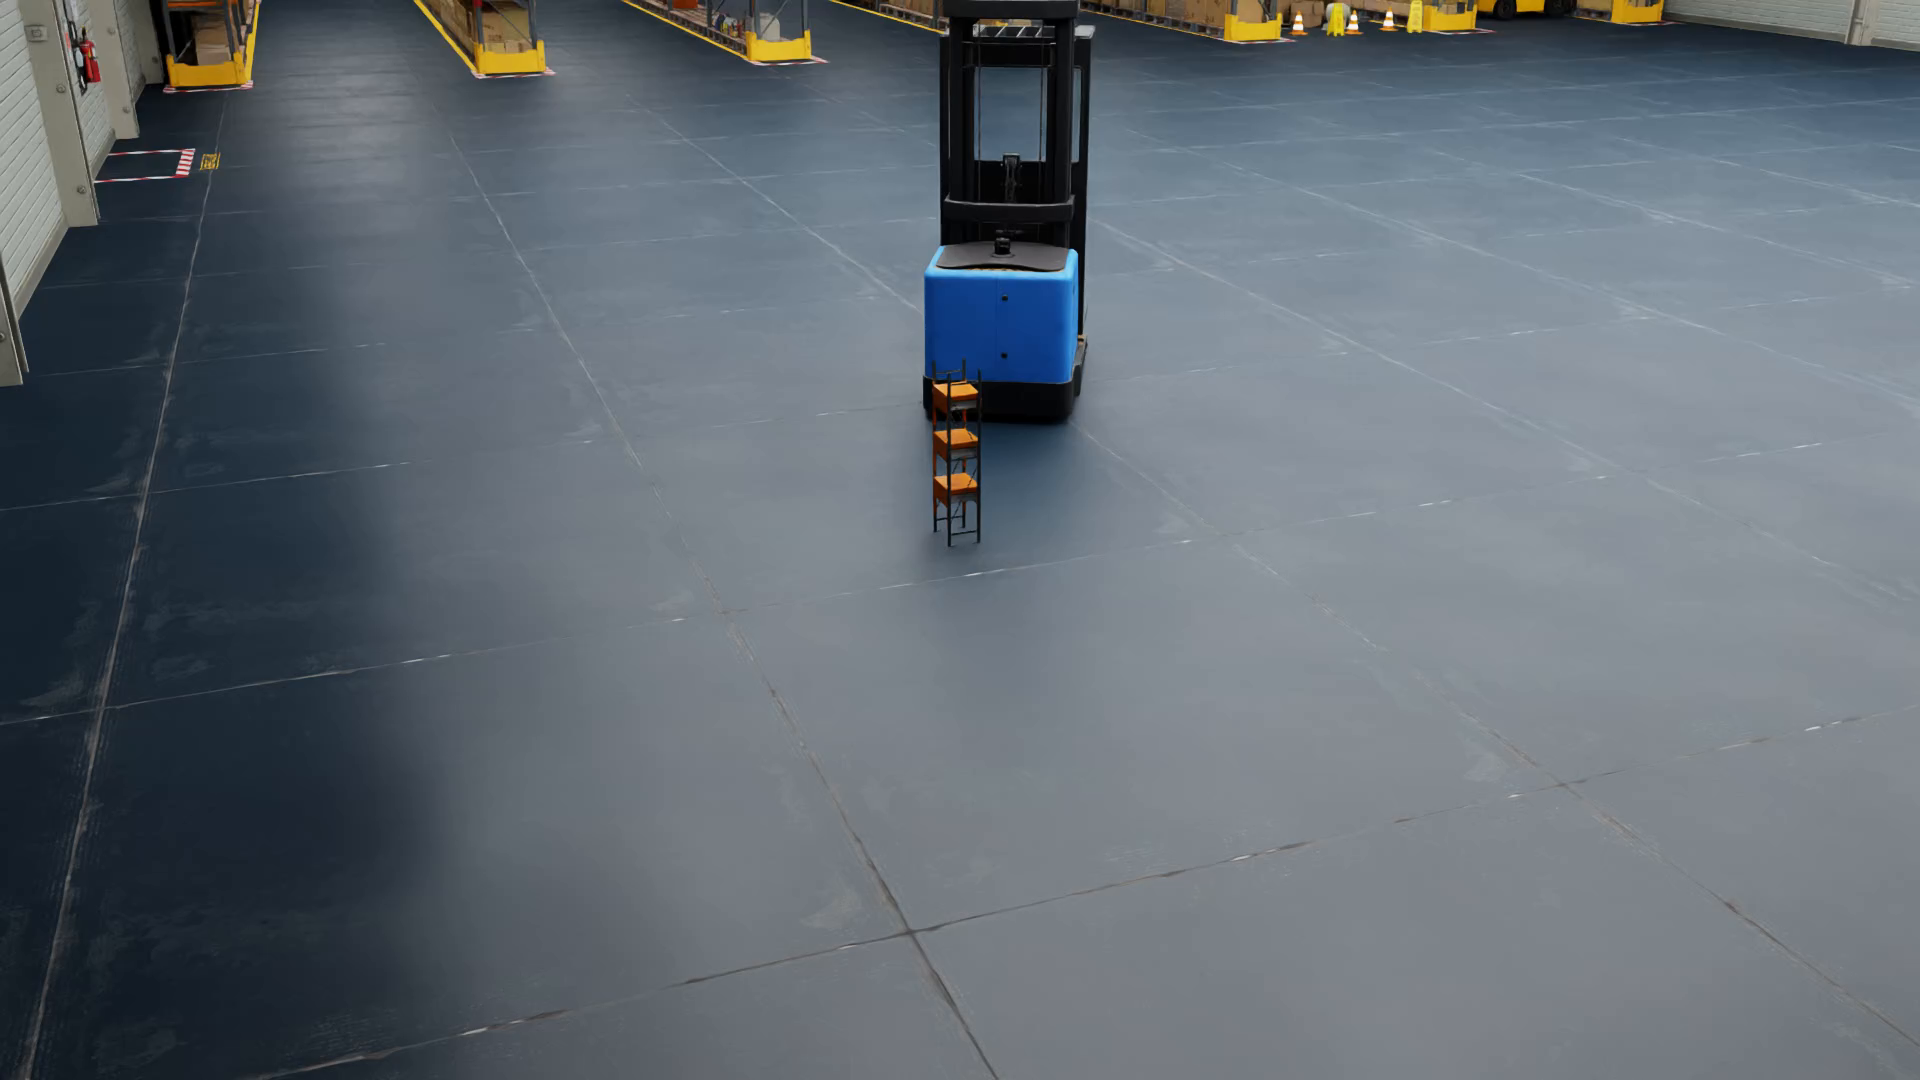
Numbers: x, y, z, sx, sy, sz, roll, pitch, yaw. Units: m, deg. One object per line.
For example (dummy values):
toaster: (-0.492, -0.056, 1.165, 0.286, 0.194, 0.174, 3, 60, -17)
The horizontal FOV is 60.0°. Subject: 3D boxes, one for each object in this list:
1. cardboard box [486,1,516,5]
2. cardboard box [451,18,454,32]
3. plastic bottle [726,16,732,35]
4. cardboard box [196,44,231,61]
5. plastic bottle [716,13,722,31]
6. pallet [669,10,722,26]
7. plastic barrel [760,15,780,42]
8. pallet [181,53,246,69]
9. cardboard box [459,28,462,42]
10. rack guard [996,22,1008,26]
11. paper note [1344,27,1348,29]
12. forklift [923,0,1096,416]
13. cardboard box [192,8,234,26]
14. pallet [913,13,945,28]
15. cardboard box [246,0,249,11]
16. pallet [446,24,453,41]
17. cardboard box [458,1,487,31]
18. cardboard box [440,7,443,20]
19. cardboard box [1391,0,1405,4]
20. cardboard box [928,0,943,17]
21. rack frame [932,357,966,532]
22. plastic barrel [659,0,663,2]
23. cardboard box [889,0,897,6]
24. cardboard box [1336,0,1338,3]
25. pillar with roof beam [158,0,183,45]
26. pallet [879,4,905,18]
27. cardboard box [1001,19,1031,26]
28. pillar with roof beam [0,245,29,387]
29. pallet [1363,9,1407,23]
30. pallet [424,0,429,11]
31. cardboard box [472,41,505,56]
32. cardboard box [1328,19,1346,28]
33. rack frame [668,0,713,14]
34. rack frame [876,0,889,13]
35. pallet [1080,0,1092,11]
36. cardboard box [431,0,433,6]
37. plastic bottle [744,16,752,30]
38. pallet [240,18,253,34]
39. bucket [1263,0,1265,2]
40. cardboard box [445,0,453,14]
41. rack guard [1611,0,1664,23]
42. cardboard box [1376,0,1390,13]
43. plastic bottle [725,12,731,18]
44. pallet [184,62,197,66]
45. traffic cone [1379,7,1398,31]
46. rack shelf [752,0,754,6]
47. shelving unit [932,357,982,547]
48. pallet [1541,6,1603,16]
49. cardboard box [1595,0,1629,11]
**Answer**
cardboard box: (-8.648, -9.911, 31.438, 0.500, 0.500, 0.500, -8, 24, -19)
cardboard box: (-9.957, -10.364, 33.476, 0.500, 0.250, 0.500, -9, 24, -20)
plastic bottle: (-4.547, -10.162, 32.842, 0.144, 0.351, 0.185, -7, 24, -17)
cardboard box: (-12.944, -8.443, 28.814, 0.500, 0.311, 0.500, -6, 24, -15)
plastic bottle: (-4.830, -10.452, 33.532, 0.144, 0.351, 0.185, -8, 24, -18)
pallet: (-5.902, -11.702, 37.243, 1.003, 0.211, 1.213, -8, 24, -19)
plastic barrel: (-3.618, -9.643, 31.429, 0.421, 0.512, 0.421, 0, 23, 0)
pallet: (-13.290, -8.493, 29.629, 1.003, 0.211, 1.213, -8, 24, -19)
cardboard box: (-9.310, -9.676, 31.846, 0.500, 0.250, 0.500, -8, 24, -19)
rack guard: (1.293, -9.923, 32.648, 1.175, 0.500, 0.348, -8, 24, -19)
paper note: (8.395, -11.109, 36.067, 0.148, 0.019, 0.142, -18, 29, -37)
forklift: (0.426, -2.751, 12.503, 1.130, 2.935, 3.031, 3, 23, 6)
cardboard box: (-14.642, -10.149, 32.620, 0.700, 0.500, 0.500, -8, 24, -18)
pallet: (-0.369, -11.498, 36.758, 1.003, 0.211, 1.213, -8, 24, -19)
cardboard box: (-16.153, -12.030, 36.658, 0.750, 0.750, 0.750, -8, 24, -17)
pallet: (-10.094, -10.564, 34.542, 1.003, 0.211, 1.213, -8, 24, -19)
cardboard box: (-9.138, -9.840, 31.267, 0.500, 0.500, 0.500, -8, 24, -19)
cardboard box: (-10.865, -11.292, 35.678, 0.500, 0.250, 0.500, -8, 24, -19)
cardboard box: (9.877, -12.123, 36.685, 0.500, 0.500, 0.500, -7, 24, -17)
cardboard box: (-0.290, -11.777, 36.482, 0.700, 0.500, 0.500, -10, 25, -23)
rack frame: (-0.062, -0.548, 9.697, 0.200, 1.050, 0.008, -8, 24, -19)
plastic barrel: (-7.011, -13.100, 39.631, 0.421, 0.512, 0.421, 0, 23, 0)
cardboard box: (-1.251, -12.764, 38.823, 0.700, 0.500, 0.500, -10, 25, -22)
cardboard box: (8.990, -13.033, 39.652, 0.950, 0.372, 0.625, -8, 24, -18)
pillar with roof beam: (-11.731, -14.679, 32.991, 9.100, 9.000, 0.400, -8, 24, -19)
pallet: (-1.231, -12.385, 38.862, 1.003, 0.211, 1.213, -8, 24, -19)
cardboard box: (1.115, -10.318, 33.045, 0.500, 0.500, 0.500, -4, 23, -9)
pillar with roof beam: (-3.252, -5.958, 12.301, 9.100, 9.000, 0.400, -8, 24, -19)
pallet: (9.883, -11.892, 37.692, 1.003, 0.211, 1.213, -8, 24, -19)
pallet: (-12.430, -13.014, 40.355, 1.003, 0.211, 1.213, -8, 24, -19)
cardboard box: (-8.415, -8.770, 29.694, 0.500, 0.250, 0.500, -8, 24, -19)
cardboard box: (8.238, -11.292, 36.349, 0.380, 0.149, 0.250, 4, 23, 9)
rack frame: (-6.140, -13.274, 37.382, 1.000, 3.000, 0.127, -8, 24, -19)
rack frame: (-1.506, -13.954, 38.994, 1.000, 3.000, 0.127, -8, 24, -19)
pallet: (3.378, -13.016, 40.359, 1.003, 0.211, 1.213, -8, 24, -19)
cardboard box: (-12.046, -12.699, 38.668, 0.500, 0.500, 0.500, -8, 24, -18)
plastic bottle: (-4.291, -10.475, 33.680, 0.152, 0.276, 0.135, -8, 24, -19)
pallet: (-15.616, -10.927, 35.403, 1.003, 0.211, 1.213, -8, 24, -19)
bucket: (6.788, -12.603, 38.047, 0.726, 0.611, 0.620, 0, 13, -1)
cardboard box: (-10.311, -10.988, 34.235, 0.500, 0.311, 0.500, -9, 24, -20)
rack guard: (15.242, -11.928, 37.407, 1.175, 0.500, 0.348, -8, 24, -19)
cardboard box: (9.688, -11.968, 37.284, 0.500, 0.250, 0.500, -9, 25, -21)
plastic bottle: (-4.695, -10.472, 33.578, 0.144, 0.351, 0.185, -8, 24, -19)
pallet: (-12.863, -8.051, 28.579, 1.003, 0.211, 1.213, -8, 24, -19)
traffic cone: (9.232, -11.217, 35.767, 0.336, 0.463, 0.334, -8, 24, -19)
rack shelf: (-4.020, -10.762, 32.349, 1.077, 0.370, 4.000, -8, 24, -19)
shelving unit: (-0.019, -0.503, 9.592, 0.215, 1.050, 0.252, -8, 24, -19)
pallet: (14.497, -12.519, 39.180, 1.003, 0.211, 1.213, -8, 24, -19)
cardboard box: (14.772, -12.143, 37.697, 0.500, 0.250, 0.500, -8, 24, -19)
